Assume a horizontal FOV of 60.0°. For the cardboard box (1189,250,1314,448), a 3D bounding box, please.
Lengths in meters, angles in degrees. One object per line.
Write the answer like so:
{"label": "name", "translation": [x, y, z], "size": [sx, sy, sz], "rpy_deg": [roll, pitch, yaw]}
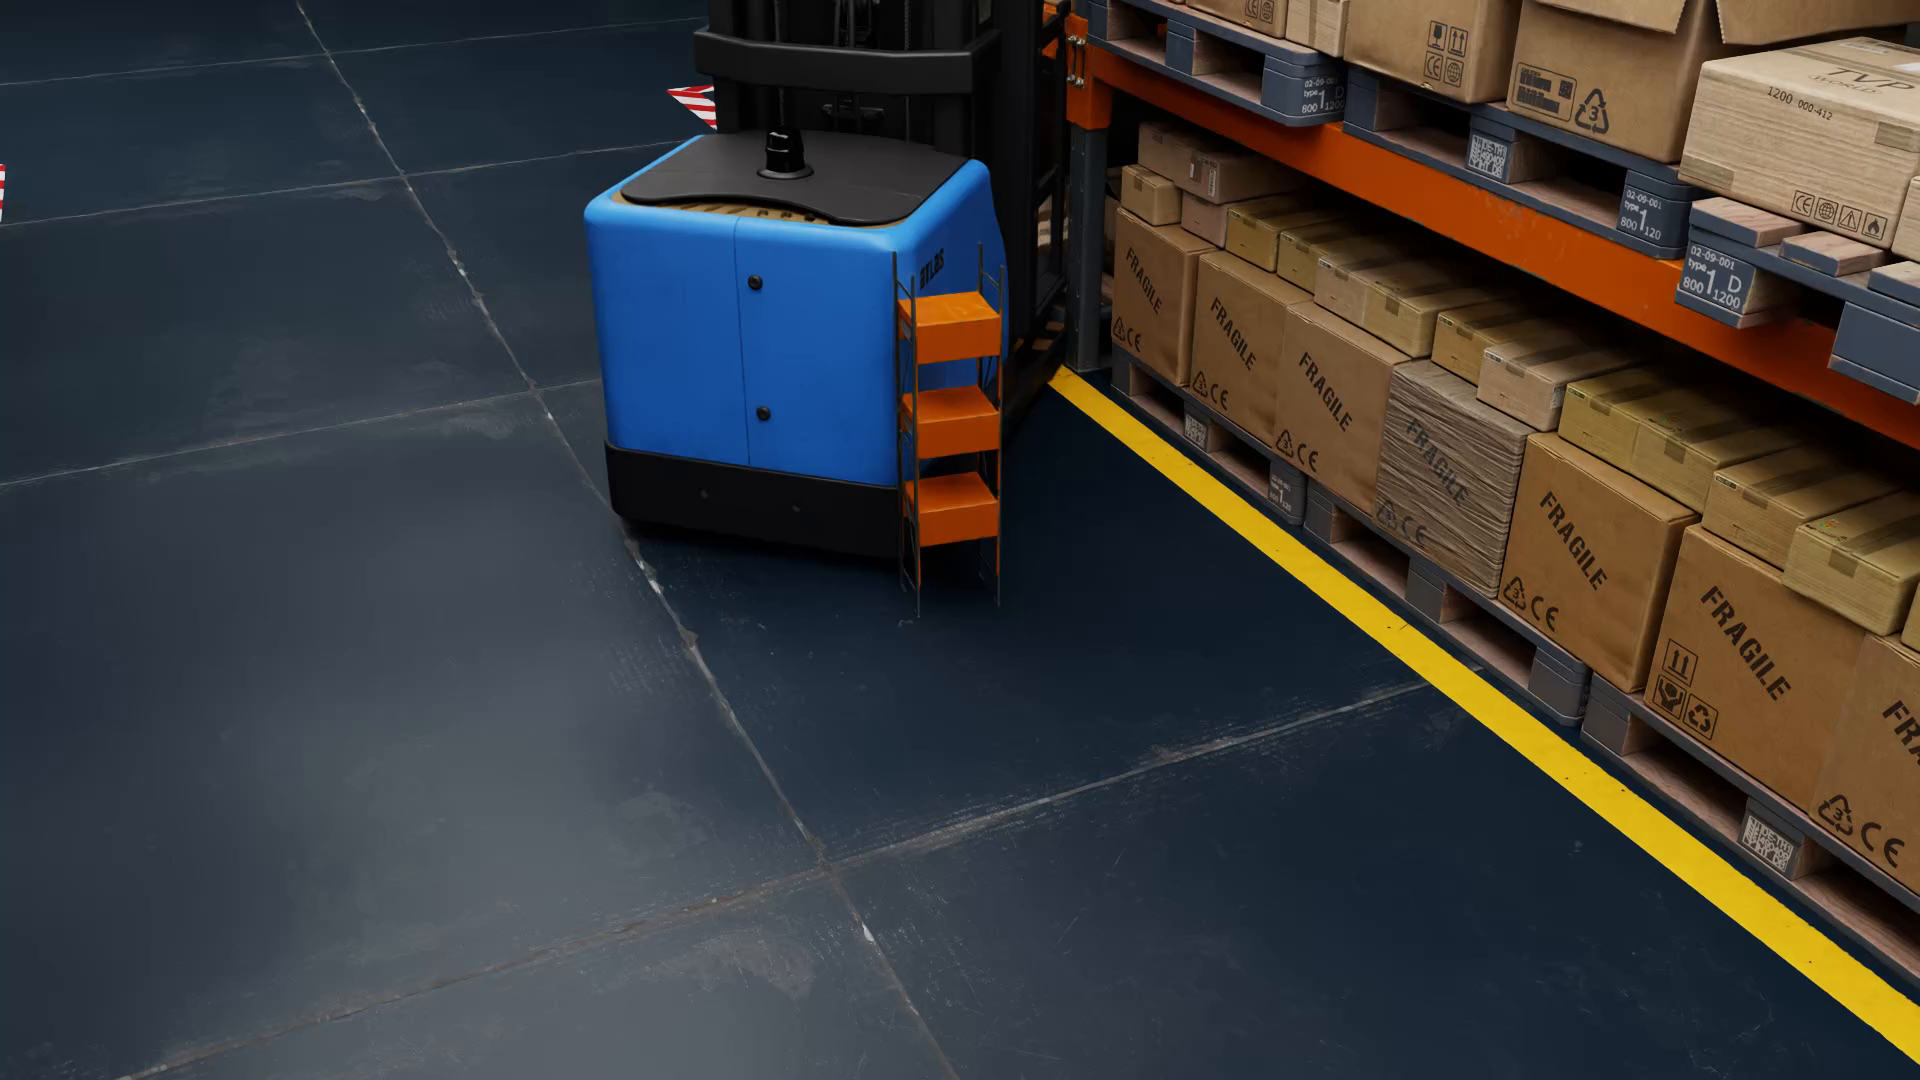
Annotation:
{"label": "cardboard box", "translation": [1.120, -0.668, 5.501], "size": [0.500, 0.500, 0.500], "rpy_deg": [-14, 32, -23]}

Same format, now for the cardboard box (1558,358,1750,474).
{"label": "cardboard box", "translation": [1.756, -0.319, 4.215], "size": [0.380, 0.149, 0.250], "rpy_deg": [-14, 32, -23]}

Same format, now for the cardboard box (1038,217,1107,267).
{"label": "cardboard box", "translation": [0.373, -1.193, 6.797], "size": [0.380, 0.149, 0.250], "rpy_deg": [-14, 32, -23]}

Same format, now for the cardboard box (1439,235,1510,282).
{"label": "cardboard box", "translation": [1.729, -0.882, 5.219], "size": [0.380, 0.149, 0.250], "rpy_deg": [-12, 32, -21]}

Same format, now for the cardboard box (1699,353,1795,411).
{"label": "cardboard box", "translation": [2.195, -0.435, 4.422], "size": [0.380, 0.149, 0.250], "rpy_deg": [-14, 32, -23]}

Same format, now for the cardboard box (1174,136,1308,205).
{"label": "cardboard box", "translation": [0.946, -1.256, 5.582], "size": [0.380, 0.149, 0.250], "rpy_deg": [-15, 32, -24]}

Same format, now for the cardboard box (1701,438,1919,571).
{"label": "cardboard box", "translation": [1.936, -0.083, 3.794], "size": [0.380, 0.149, 0.250], "rpy_deg": [-14, 32, -24]}

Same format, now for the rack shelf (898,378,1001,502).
{"label": "rack shelf", "translation": [-0.033, -0.285, 4.705], "size": [0.240, 0.259, 0.215], "rpy_deg": [-8, 30, -15]}

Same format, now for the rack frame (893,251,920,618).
{"label": "rack frame", "translation": [-0.149, -0.276, 4.669], "size": [0.008, 1.050, 0.200], "rpy_deg": [-8, 30, -15]}

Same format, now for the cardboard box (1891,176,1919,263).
{"label": "cardboard box", "translation": [1.966, -0.586, 3.055], "size": [0.380, 0.149, 0.250], "rpy_deg": [-12, 32, -21]}

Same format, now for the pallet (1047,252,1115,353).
{"label": "pallet", "translation": [0.584, -1.157, 7.097], "size": [1.003, 0.211, 1.213], "rpy_deg": [-13, 32, -22]}

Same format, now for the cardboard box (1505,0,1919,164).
{"label": "cardboard box", "translation": [1.727, -1.213, 3.811], "size": [0.797, 0.503, 0.637], "rpy_deg": [-14, 32, -23]}

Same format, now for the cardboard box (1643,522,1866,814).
{"label": "cardboard box", "translation": [2.014, 0.240, 3.882], "size": [0.500, 0.500, 0.500], "rpy_deg": [-14, 32, -23]}

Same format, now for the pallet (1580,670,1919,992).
{"label": "pallet", "translation": [2.309, 0.576, 4.007], "size": [1.003, 0.211, 1.213], "rpy_deg": [-13, 32, -22]}

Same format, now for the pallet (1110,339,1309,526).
{"label": "pallet", "translation": [1.261, -0.502, 5.929], "size": [1.003, 0.211, 1.213], "rpy_deg": [-13, 32, -22]}

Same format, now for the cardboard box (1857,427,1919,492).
{"label": "cardboard box", "translation": [2.384, -0.190, 3.985], "size": [0.380, 0.149, 0.250], "rpy_deg": [-13, 32, -21]}

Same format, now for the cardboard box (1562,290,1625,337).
{"label": "cardboard box", "translation": [1.972, -0.662, 4.827], "size": [0.380, 0.149, 0.250], "rpy_deg": [-14, 32, -24]}

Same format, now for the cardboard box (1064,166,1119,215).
{"label": "cardboard box", "translation": [0.621, -1.542, 7.419], "size": [0.380, 0.149, 0.250], "rpy_deg": [-14, 32, -23]}

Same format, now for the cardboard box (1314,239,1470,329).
{"label": "cardboard box", "translation": [1.304, -0.777, 5.032], "size": [0.380, 0.149, 0.250], "rpy_deg": [-13, 32, -22]}

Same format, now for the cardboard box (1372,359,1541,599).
{"label": "cardboard box", "translation": [1.547, -0.216, 4.695], "size": [0.500, 0.500, 0.500], "rpy_deg": [-14, 32, -24]}

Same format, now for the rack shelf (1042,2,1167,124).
{"label": "rack shelf", "translation": [0.019, -2.639, 7.625], "size": [1.077, 0.370, 4.000], "rpy_deg": [-13, 32, -22]}

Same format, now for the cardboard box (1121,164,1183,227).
{"label": "cardboard box", "translation": [0.791, -1.231, 5.841], "size": [0.380, 0.149, 0.250], "rpy_deg": [-12, 31, -20]}

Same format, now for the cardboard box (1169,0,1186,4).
{"label": "cardboard box", "translation": [0.883, -2.035, 5.281], "size": [0.700, 0.500, 0.500], "rpy_deg": [-12, 32, -21]}

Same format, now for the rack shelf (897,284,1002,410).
{"label": "rack shelf", "translation": [-0.033, -0.532, 4.567], "size": [0.240, 0.259, 0.215], "rpy_deg": [-8, 30, -15]}

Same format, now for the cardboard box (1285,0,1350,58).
{"label": "cardboard box", "translation": [1.128, -1.500, 4.565], "size": [0.396, 0.266, 0.258], "rpy_deg": [-12, 31, -20]}

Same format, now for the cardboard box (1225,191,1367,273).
{"label": "cardboard box", "translation": [1.101, -1.014, 5.454], "size": [0.380, 0.149, 0.250], "rpy_deg": [-15, 33, -25]}

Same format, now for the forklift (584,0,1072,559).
{"label": "forklift", "translation": [-0.185, -1.928, 5.691], "size": [1.130, 2.935, 3.031], "rpy_deg": [9, 30, 15]}

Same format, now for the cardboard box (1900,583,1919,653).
{"label": "cardboard box", "translation": [2.154, 0.157, 3.367], "size": [0.380, 0.149, 0.250], "rpy_deg": [-15, 32, -24]}

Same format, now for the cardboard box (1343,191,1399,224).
{"label": "cardboard box", "translation": [1.526, -1.122, 5.648], "size": [0.380, 0.149, 0.250], "rpy_deg": [-13, 32, -21]}

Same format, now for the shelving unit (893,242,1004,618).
{"label": "shelving unit", "translation": [-0.033, -0.294, 4.700], "size": [0.252, 1.050, 0.215], "rpy_deg": [-8, 30, -15]}

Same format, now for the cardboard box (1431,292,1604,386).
{"label": "cardboard box", "translation": [1.551, -0.554, 4.634], "size": [0.380, 0.149, 0.250], "rpy_deg": [-13, 32, -22]}

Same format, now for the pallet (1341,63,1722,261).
{"label": "pallet", "translation": [1.756, -1.077, 4.300], "size": [1.003, 0.211, 1.213], "rpy_deg": [-13, 32, -22]}
